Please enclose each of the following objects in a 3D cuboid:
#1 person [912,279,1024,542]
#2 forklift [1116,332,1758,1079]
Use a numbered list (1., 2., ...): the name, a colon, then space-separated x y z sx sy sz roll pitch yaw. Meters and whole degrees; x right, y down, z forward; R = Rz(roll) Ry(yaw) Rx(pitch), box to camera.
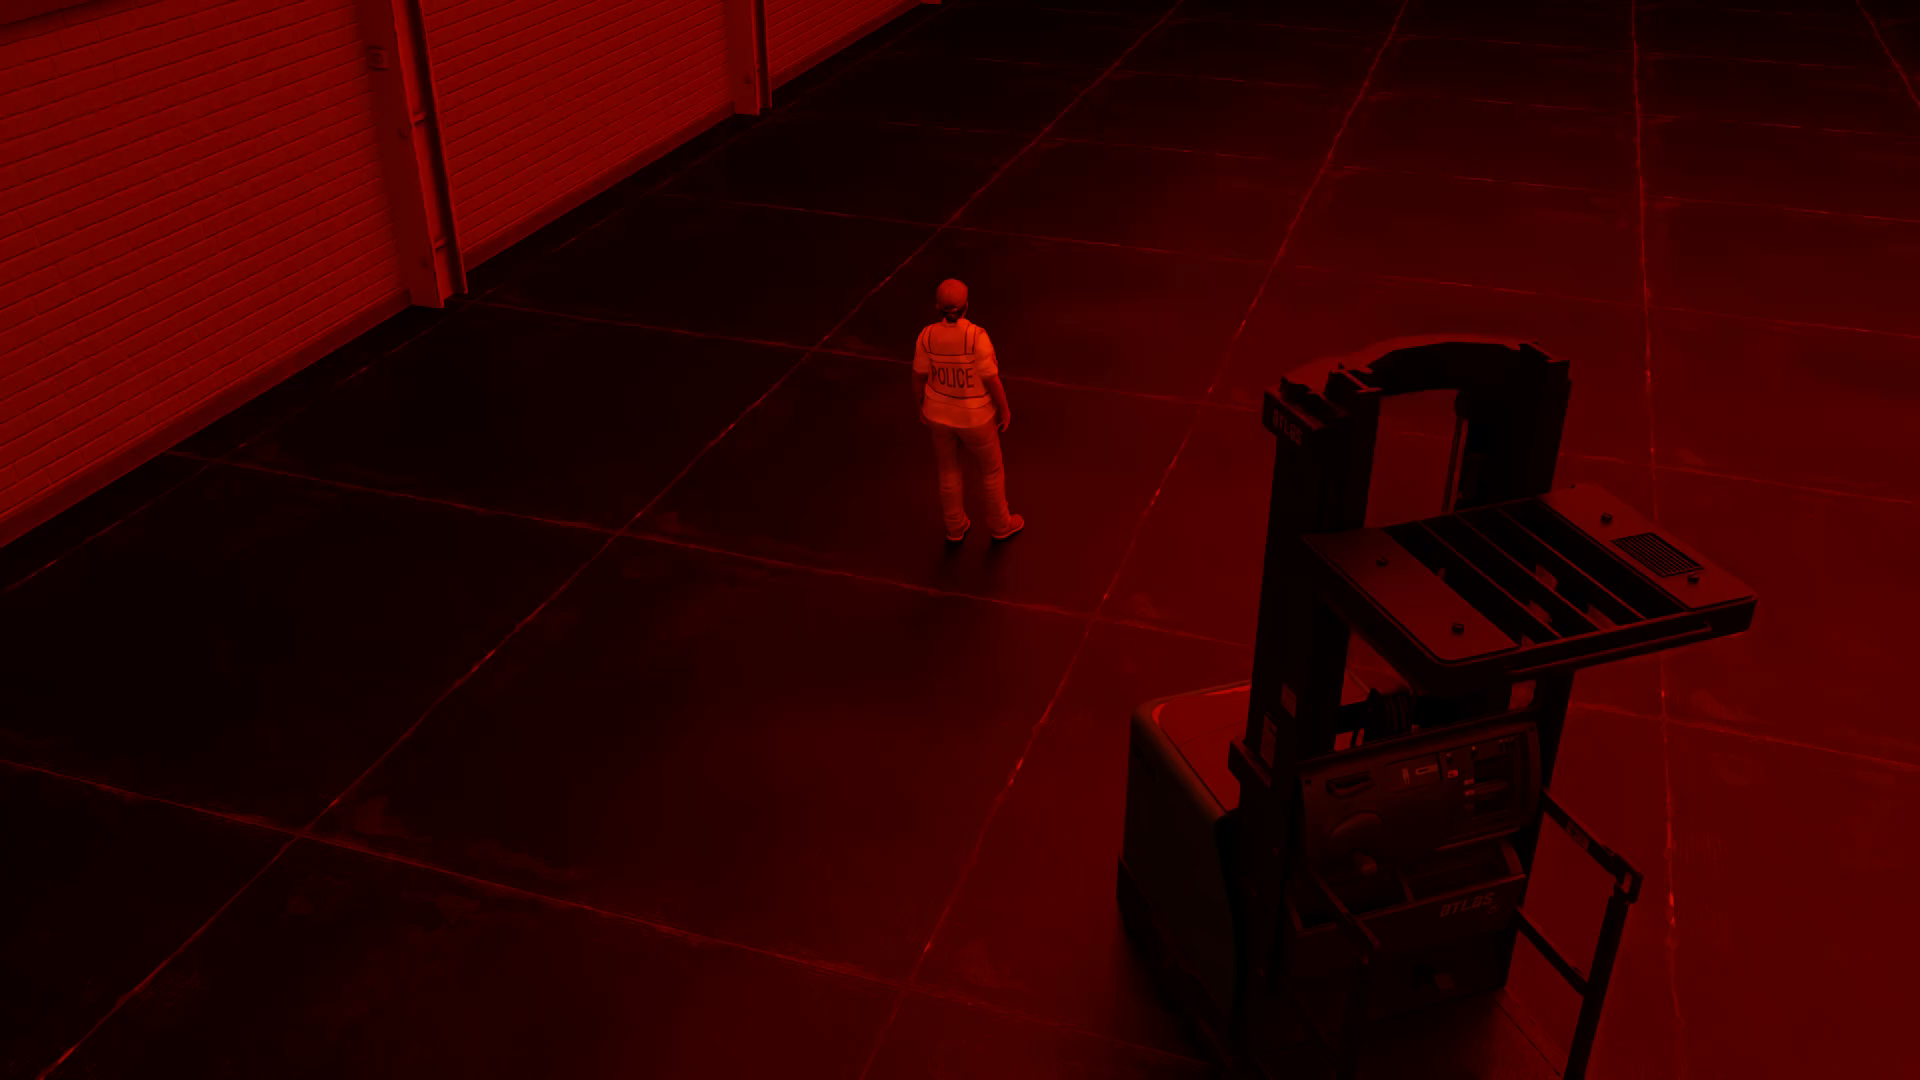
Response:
1. person: 0.047 -0.762 9.736 0.598 1.670 0.529 10 31 16
2. forklift: 1.651 0.931 5.504 1.130 2.935 3.031 -10 31 -17
